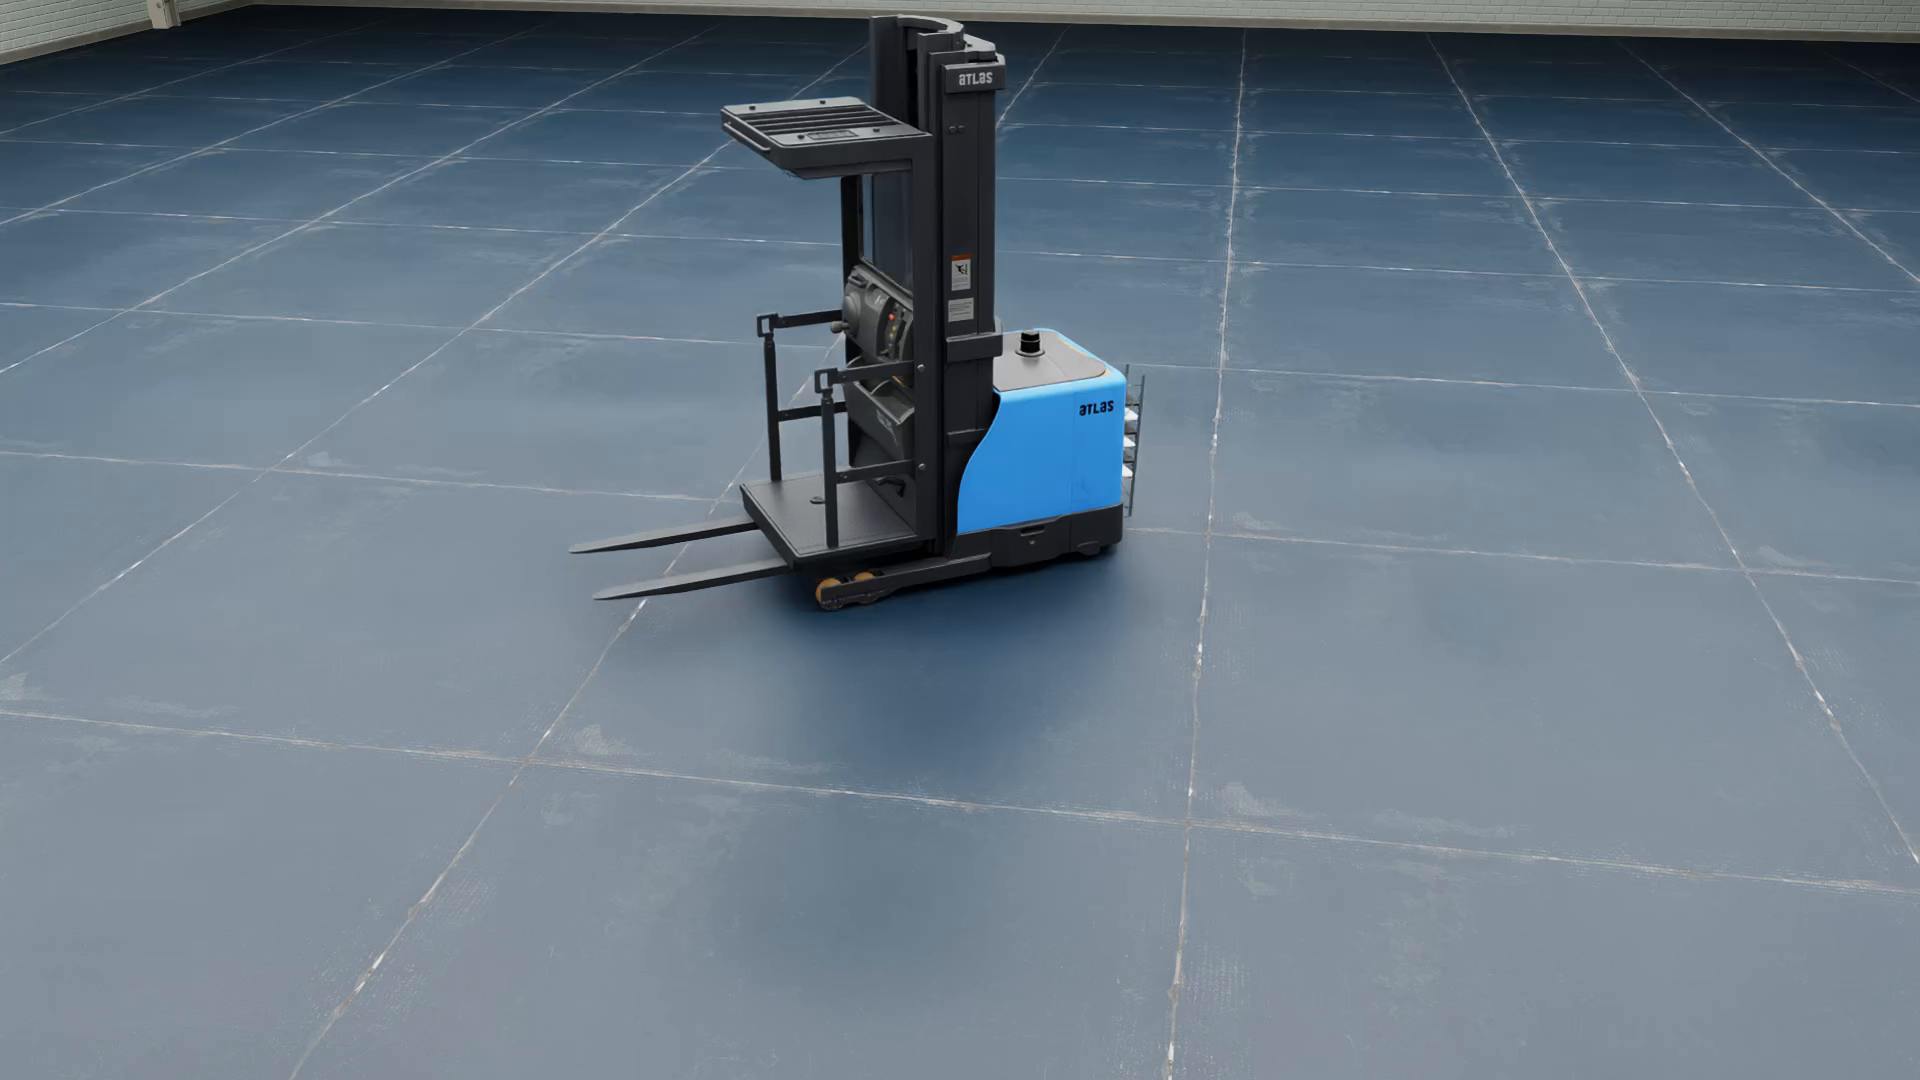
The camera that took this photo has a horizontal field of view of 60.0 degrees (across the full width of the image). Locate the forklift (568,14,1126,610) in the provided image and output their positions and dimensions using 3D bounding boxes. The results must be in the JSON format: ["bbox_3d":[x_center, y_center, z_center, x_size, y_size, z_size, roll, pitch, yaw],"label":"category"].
[{"bbox_3d":[-0.629,-1.203,8.863,3.031,2.935,1.130,-10,27,-21],"label":"forklift"}]

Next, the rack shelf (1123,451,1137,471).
[{"bbox_3d":[0.904,-0.470,9.966,0.258,0.077,0.200,-7,26,-21],"label":"rack shelf"}]

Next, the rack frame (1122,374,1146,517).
[{"bbox_3d":[0.947,-0.542,9.830,0.240,0.900,0.006,-7,26,-21],"label":"rack frame"}]

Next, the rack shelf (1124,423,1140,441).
[{"bbox_3d":[0.912,-0.634,9.893,0.258,0.077,0.200,-7,26,-21],"label":"rack shelf"}]

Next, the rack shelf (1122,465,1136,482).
[{"bbox_3d":[0.899,-0.388,10.003,0.258,0.077,0.200,-7,26,-21],"label":"rack shelf"}]

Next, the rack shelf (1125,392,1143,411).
[{"bbox_3d":[0.921,-0.798,9.820,0.258,0.077,0.200,-7,26,-21],"label":"rack shelf"}]

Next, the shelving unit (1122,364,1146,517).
[{"bbox_3d":[0.910,-0.582,9.916,0.258,0.900,0.210,-7,26,-21],"label":"shelving unit"}]

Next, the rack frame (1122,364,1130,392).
[{"bbox_3d":[0.872,-0.622,10.001,0.240,0.900,0.006,-7,26,-21],"label":"rack frame"}]

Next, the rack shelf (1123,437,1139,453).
[{"bbox_3d":[0.908,-0.552,9.929,0.258,0.077,0.200,-7,26,-21],"label":"rack shelf"}]

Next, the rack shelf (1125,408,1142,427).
[{"bbox_3d":[0.917,-0.716,9.856,0.258,0.077,0.200,-7,26,-21],"label":"rack shelf"}]

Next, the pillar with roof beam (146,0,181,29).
[{"bbox_3d":[-9.410,-12.608,26.071,9.100,9.000,0.400,4,25,9],"label":"pillar with roof beam"}]
